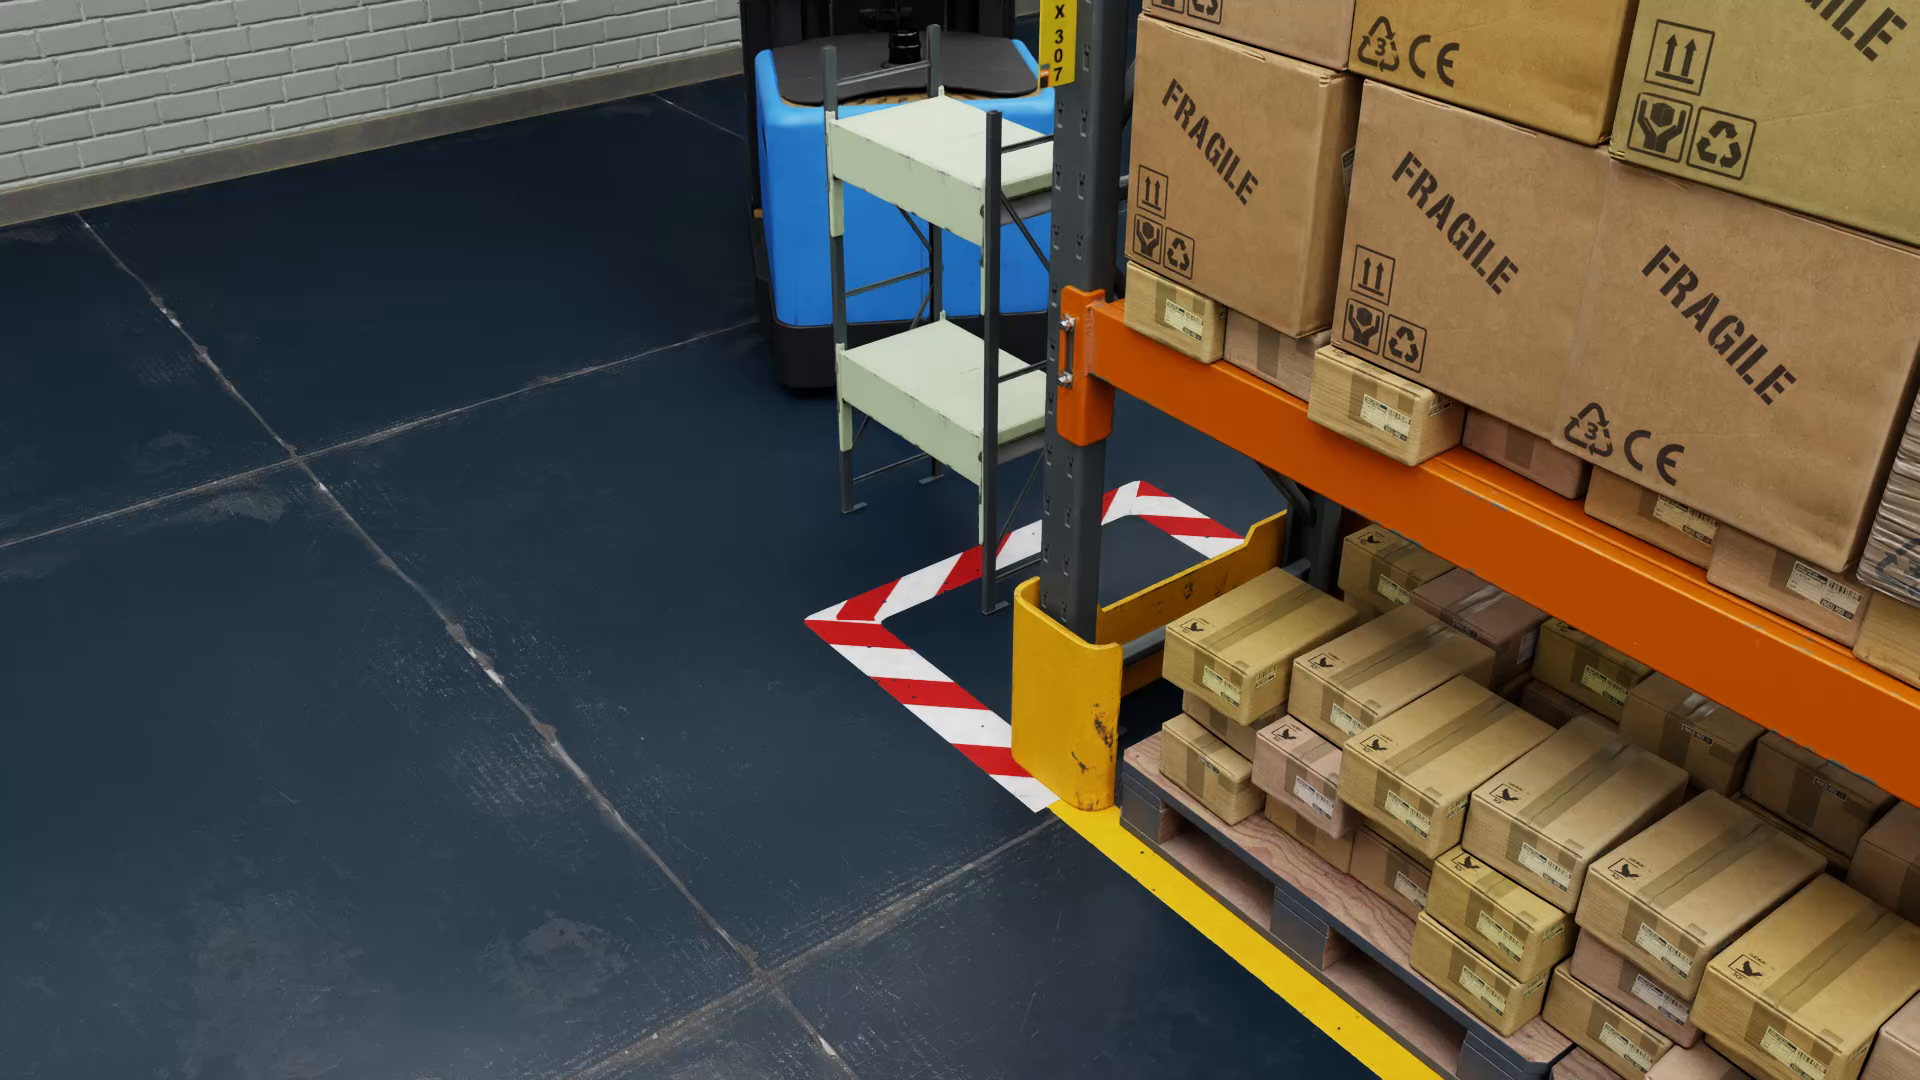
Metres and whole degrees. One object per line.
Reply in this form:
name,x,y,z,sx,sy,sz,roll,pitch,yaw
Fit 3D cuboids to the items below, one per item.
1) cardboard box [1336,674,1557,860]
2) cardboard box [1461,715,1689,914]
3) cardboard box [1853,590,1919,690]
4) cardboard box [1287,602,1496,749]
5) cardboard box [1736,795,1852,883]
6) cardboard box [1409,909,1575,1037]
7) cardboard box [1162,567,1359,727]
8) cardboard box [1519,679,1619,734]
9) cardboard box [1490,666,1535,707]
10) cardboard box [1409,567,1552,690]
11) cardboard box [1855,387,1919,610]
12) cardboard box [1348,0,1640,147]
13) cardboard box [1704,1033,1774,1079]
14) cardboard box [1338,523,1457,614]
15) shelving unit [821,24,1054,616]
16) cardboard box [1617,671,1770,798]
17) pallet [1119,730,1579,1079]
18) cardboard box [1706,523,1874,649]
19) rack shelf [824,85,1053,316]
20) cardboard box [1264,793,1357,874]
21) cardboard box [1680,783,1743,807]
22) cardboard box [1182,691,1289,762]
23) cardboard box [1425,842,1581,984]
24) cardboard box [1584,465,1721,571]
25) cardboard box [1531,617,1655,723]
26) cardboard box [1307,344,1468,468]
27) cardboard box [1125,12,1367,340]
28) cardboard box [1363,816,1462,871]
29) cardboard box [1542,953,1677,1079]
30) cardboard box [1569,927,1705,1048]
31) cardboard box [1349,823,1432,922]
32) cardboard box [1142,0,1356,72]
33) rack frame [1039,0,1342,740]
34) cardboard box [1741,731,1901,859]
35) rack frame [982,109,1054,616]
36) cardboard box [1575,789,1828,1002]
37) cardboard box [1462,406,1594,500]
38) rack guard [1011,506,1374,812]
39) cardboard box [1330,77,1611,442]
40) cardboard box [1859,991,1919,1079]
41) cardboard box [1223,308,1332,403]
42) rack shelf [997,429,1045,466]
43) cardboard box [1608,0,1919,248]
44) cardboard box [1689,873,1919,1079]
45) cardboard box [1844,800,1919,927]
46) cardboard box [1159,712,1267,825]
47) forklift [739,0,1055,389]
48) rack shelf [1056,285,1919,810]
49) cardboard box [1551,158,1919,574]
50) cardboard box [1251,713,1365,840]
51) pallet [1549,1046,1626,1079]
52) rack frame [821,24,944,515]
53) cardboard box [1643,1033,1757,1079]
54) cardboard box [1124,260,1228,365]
cardboard box,0.998,0.458,3.410,0.380,0.149,0.250,-22,38,-32
cardboard box,1.215,0.534,3.287,0.380,0.149,0.250,-24,39,-34
cardboard box,1.564,0.109,2.470,0.380,0.149,0.250,-21,37,-30
cardboard box,0.944,0.311,3.646,0.380,0.149,0.250,-22,38,-31
cardboard box,1.824,0.589,3.481,0.380,0.149,0.250,-22,38,-31
cardboard box,1.149,0.808,3.411,0.380,0.149,0.250,-22,38,-31
cardboard box,0.680,0.235,3.768,0.380,0.149,0.250,-24,39,-33
cardboard box,1.496,0.377,3.822,0.380,0.149,0.250,-24,39,-33
cardboard box,1.294,0.287,3.966,0.380,0.149,0.250,-23,39,-32
cardboard box,1.261,0.169,3.875,0.380,0.149,0.250,-21,38,-30
cardboard box,1.641,-0.132,2.242,0.500,0.500,0.500,-23,39,-33
cardboard box,1.007,-0.985,2.669,0.500,0.500,0.500,-21,38,-30
cardboard box,1.598,0.862,3.041,0.380,0.149,0.250,-20,37,-29
cardboard box,1.152,0.046,4.073,0.380,0.149,0.250,-22,38,-31
shelving unit,0.004,-0.634,4.850,0.431,1.500,0.755,-22,38,-31
cardboard box,1.629,0.364,3.561,0.380,0.149,0.250,-24,39,-33
pallet,1.144,0.693,3.933,1.003,0.211,1.213,-22,38,-31
cardboard box,1.422,-0.006,2.655,0.380,0.149,0.250,-23,39,-32
rack shelf,0.004,-0.966,4.644,0.431,0.370,0.720,-22,38,-31
cardboard box,0.921,0.564,3.802,0.380,0.149,0.250,-22,38,-32
cardboard box,1.580,0.522,3.588,0.380,0.149,0.250,-23,38,-32
cardboard box,0.746,0.335,3.890,0.380,0.149,0.250,-21,37,-29
cardboard box,1.161,0.683,3.330,0.380,0.149,0.250,-21,38,-30
cardboard box,1.293,-0.118,2.835,0.380,0.149,0.250,-23,38,-32
cardboard box,1.520,0.236,3.767,0.380,0.149,0.250,-23,39,-32
cardboard box,0.878,-0.303,3.133,0.380,0.149,0.250,-23,39,-33
cardboard box,0.684,-0.765,3.262,0.500,0.500,0.500,-20,37,-29
cardboard box,1.089,0.541,3.559,0.380,0.149,0.250,-22,38,-31
cardboard box,1.380,0.883,3.289,0.380,0.149,0.250,-22,38,-31
cardboard box,1.399,0.763,3.201,0.380,0.149,0.250,-24,39,-34
cardboard box,1.079,0.666,3.639,0.380,0.149,0.250,-22,38,-31
cardboard box,0.693,-1.193,3.004,0.500,0.500,0.500,-23,38,-32
rack frame,0.627,-0.873,3.812,1.000,3.000,0.127,-22,38,-31
cardboard box,1.837,0.458,3.409,0.380,0.149,0.250,-21,37,-30
rack frame,0.229,-0.482,4.604,0.400,1.500,0.023,-22,38,-31
cardboard box,1.378,0.653,3.096,0.380,0.149,0.250,-21,37,-30
cardboard box,1.146,-0.239,3.030,0.380,0.149,0.250,-20,37,-29
rack guard,0.674,0.221,4.421,1.175,0.500,0.348,-22,38,-31
cardboard box,1.033,-0.550,2.916,0.500,0.500,0.500,-22,38,-31
cardboard box,1.733,0.851,2.776,0.380,0.149,0.250,-22,38,-31
cardboard box,0.756,-0.432,3.341,0.380,0.149,0.250,-21,37,-30
rack shelf,0.004,-0.418,4.984,0.332,0.071,0.664,-22,38,-31
cardboard box,1.309,-0.761,2.308,0.500,0.500,0.500,-23,39,-32
cardboard box,1.503,0.777,2.895,0.380,0.149,0.250,-22,38,-31
cardboard box,1.911,0.604,3.175,0.380,0.149,0.250,-24,39,-33
cardboard box,0.696,0.482,3.935,0.380,0.149,0.250,-21,38,-30
forklift,-0.363,-2.526,6.599,1.129,2.867,3.031,-5,32,-7
rack shelf,1.854,0.266,2.660,1.077,0.370,4.000,-22,38,-31
cardboard box,1.323,-0.342,2.581,0.500,0.500,0.500,-22,38,-31
cardboard box,0.869,0.467,3.677,0.380,0.149,0.250,-22,38,-32
pallet,1.888,1.202,3.115,1.003,0.211,1.213,-22,38,-31
rack frame,-0.220,-0.787,5.095,0.400,1.500,0.023,-22,38,-31
cardboard box,1.465,1.015,3.077,0.380,0.149,0.250,-24,39,-34
cardboard box,0.567,-0.525,3.490,0.380,0.149,0.250,-23,38,-32
